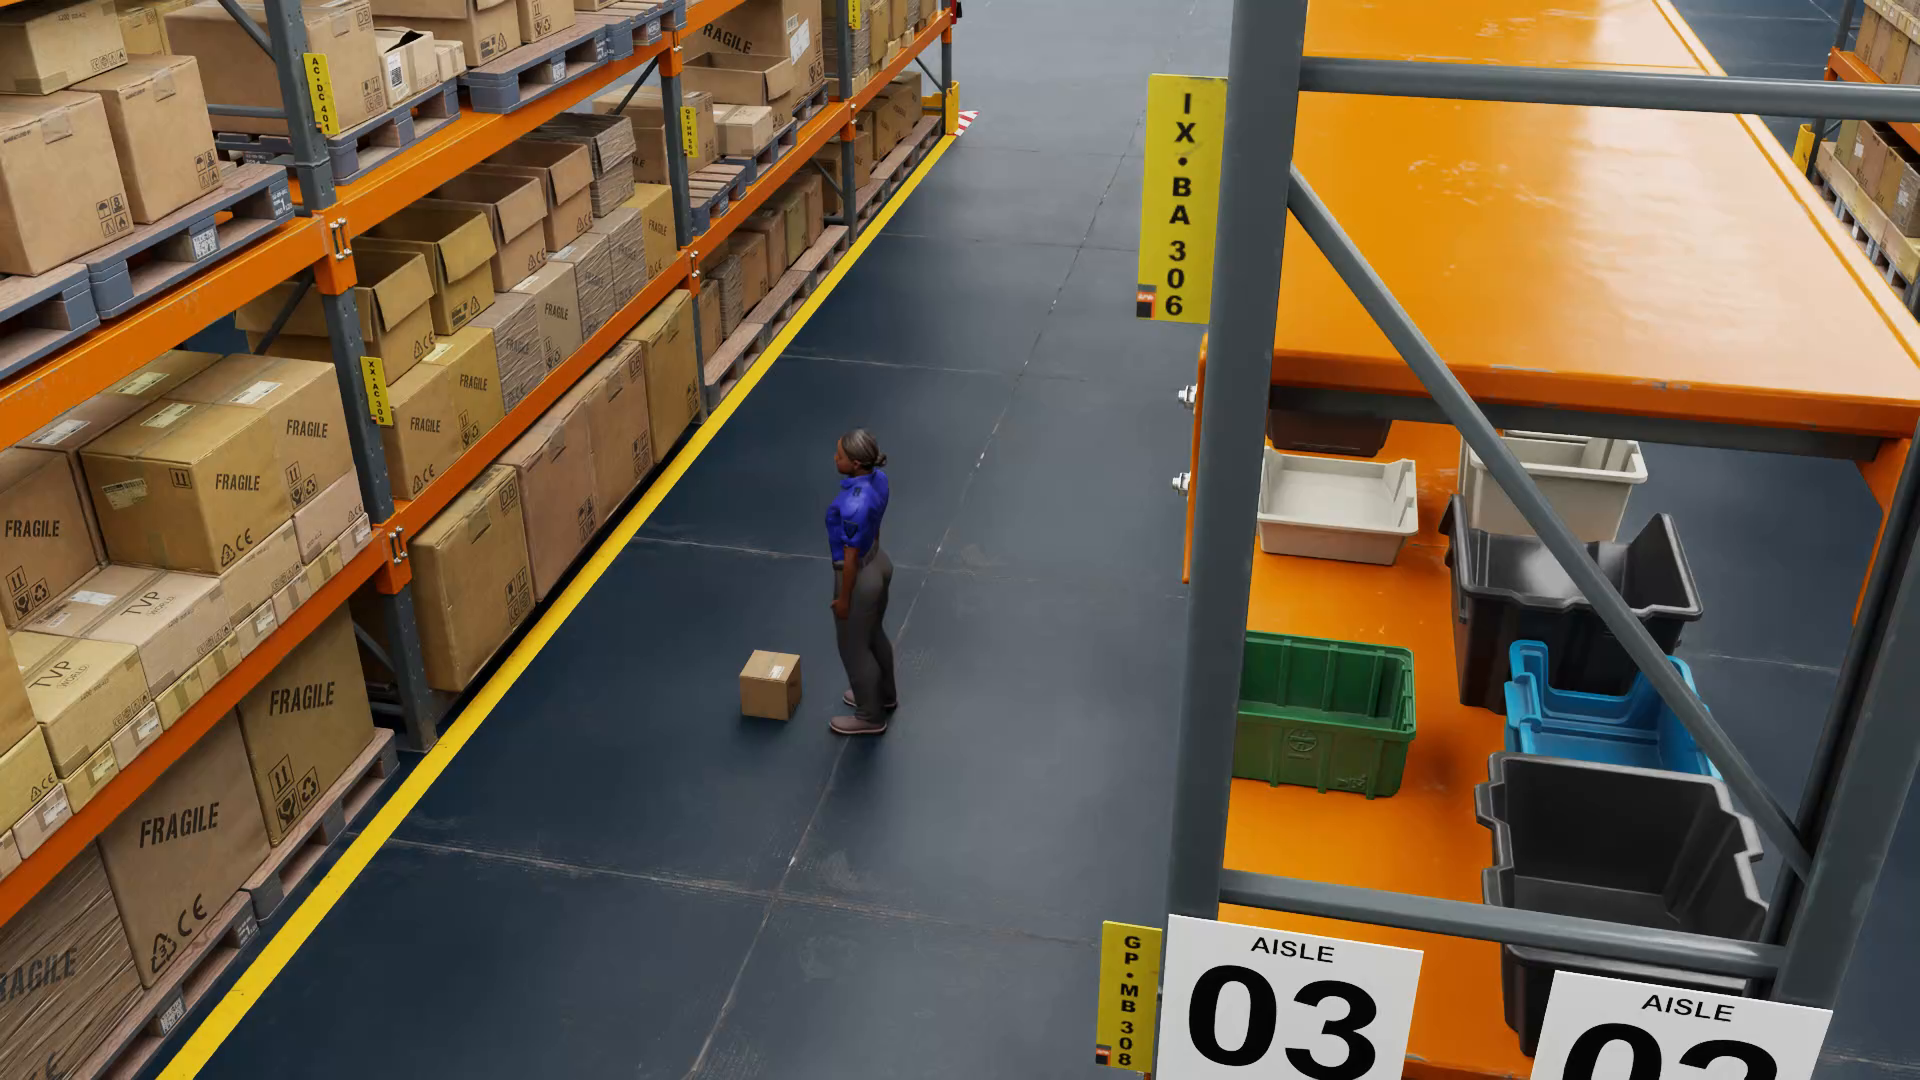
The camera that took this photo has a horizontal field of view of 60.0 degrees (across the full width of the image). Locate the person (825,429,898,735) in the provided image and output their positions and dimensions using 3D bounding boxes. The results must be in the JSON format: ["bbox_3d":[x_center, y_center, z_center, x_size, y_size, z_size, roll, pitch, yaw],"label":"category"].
[{"bbox_3d":[-0.500,0.205,8.251,0.305,1.658,0.435,7,30,12],"label":"person"}]
